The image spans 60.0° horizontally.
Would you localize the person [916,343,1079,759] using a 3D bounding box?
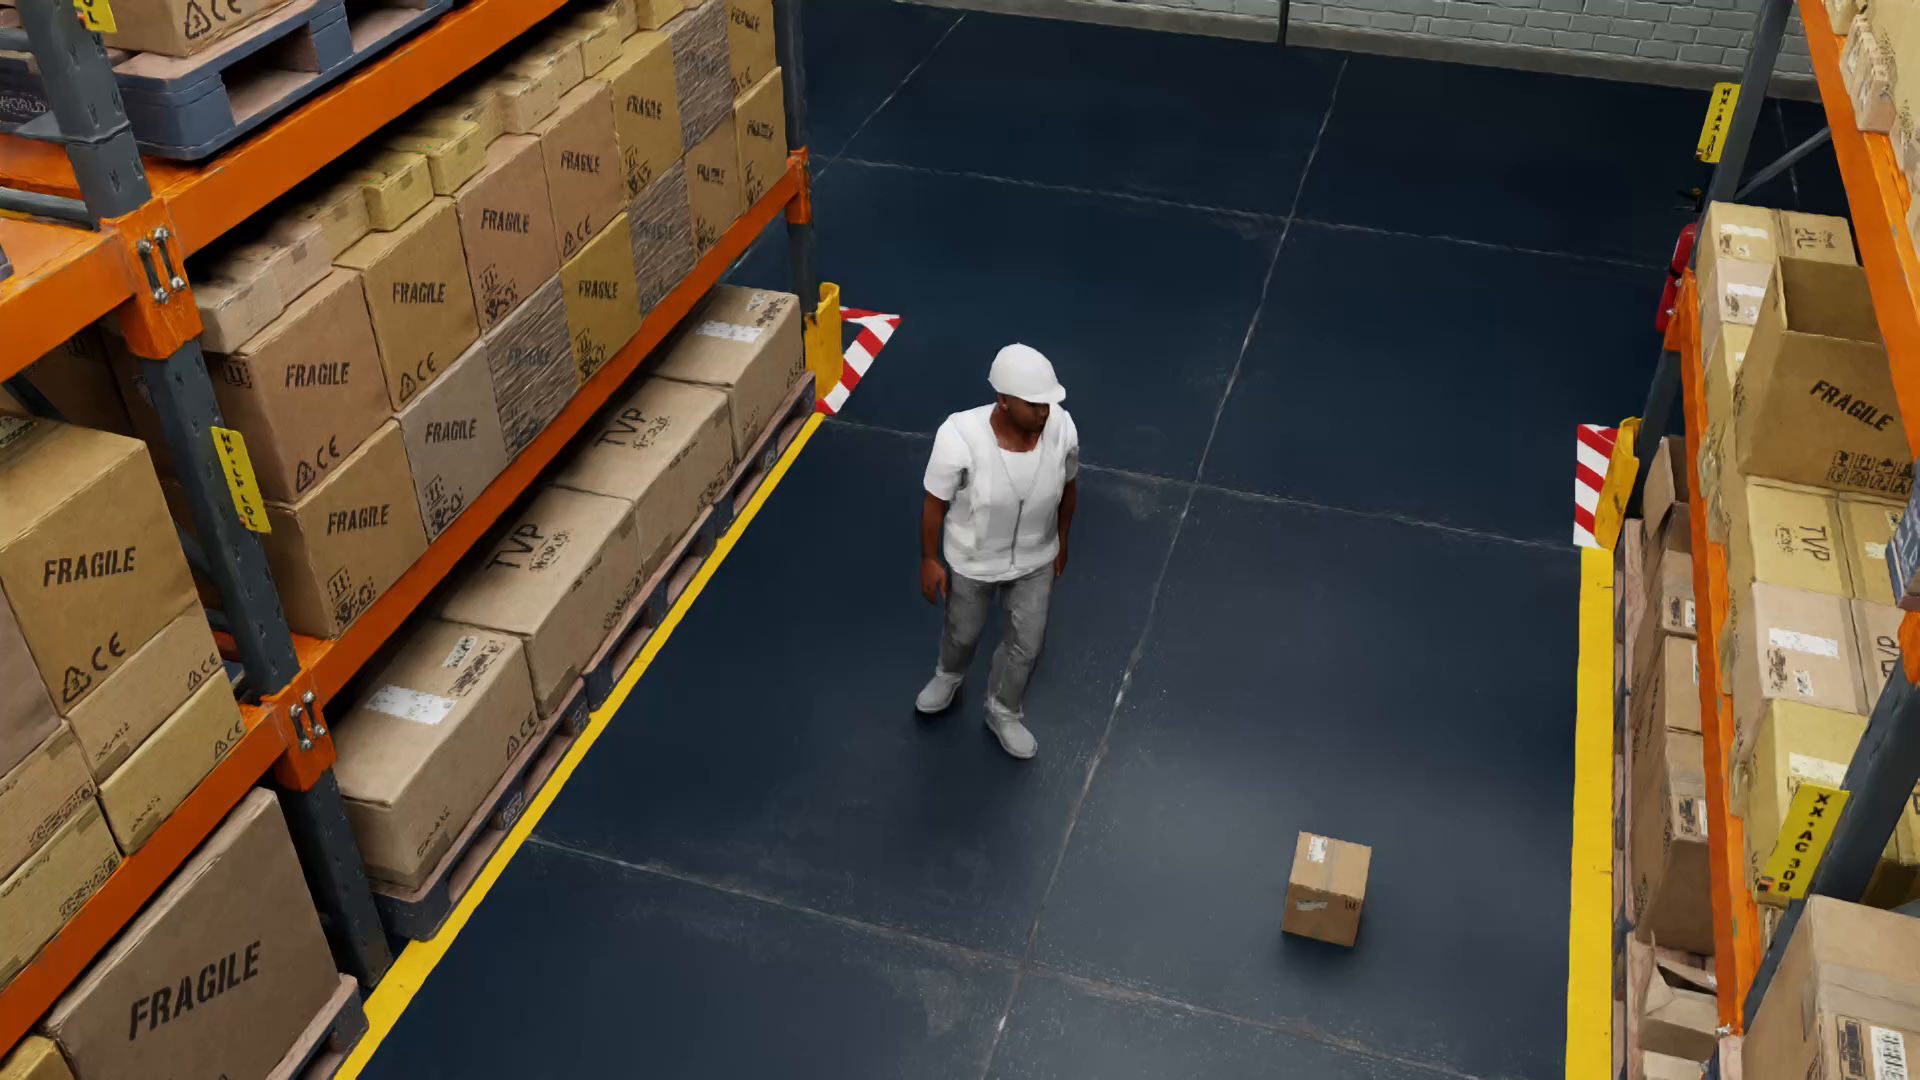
[{"bbox_3d":[0.128,0.012,6.119,0.608,1.754,0.559,-10,38,-13],"label":"person"}]
